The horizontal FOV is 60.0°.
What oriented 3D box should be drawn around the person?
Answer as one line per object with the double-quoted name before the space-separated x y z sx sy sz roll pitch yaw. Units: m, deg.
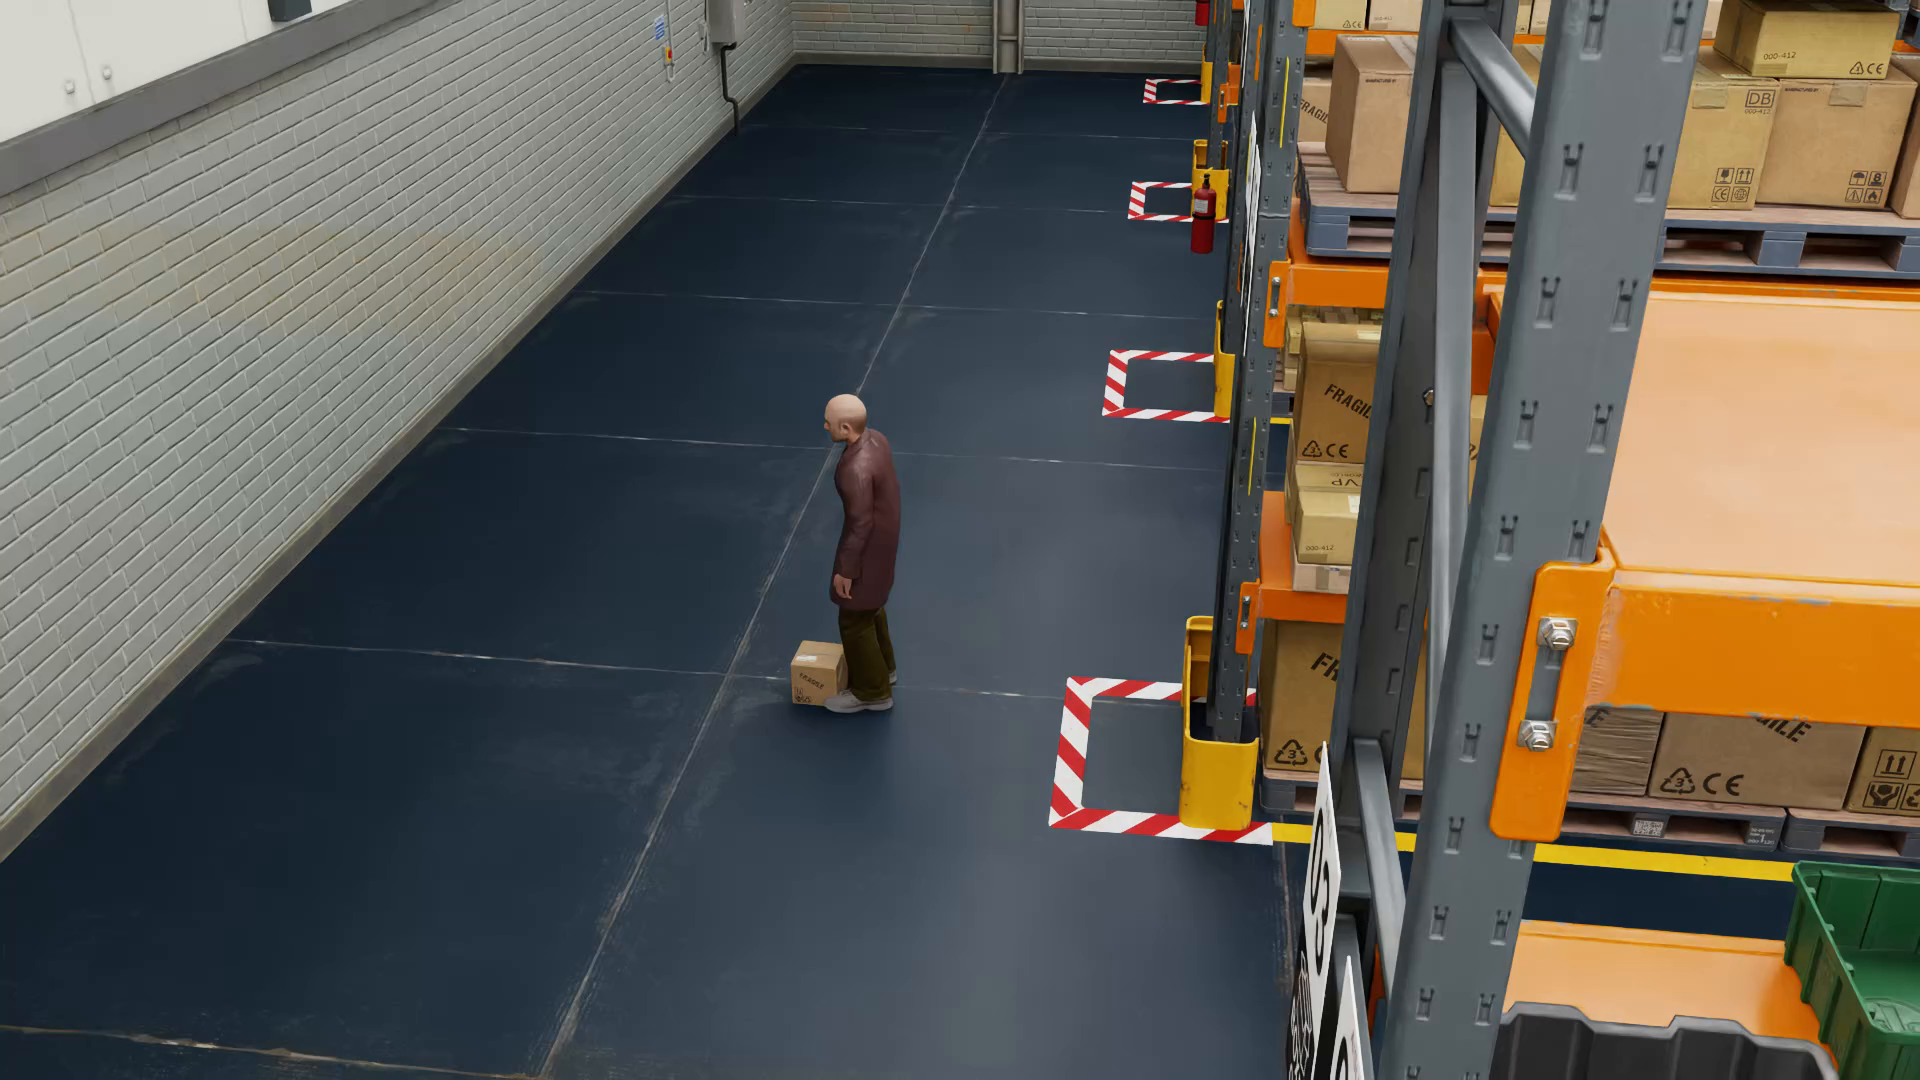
"person" -0.516 0.062 8.641 0.423 1.774 0.642 3 28 6
